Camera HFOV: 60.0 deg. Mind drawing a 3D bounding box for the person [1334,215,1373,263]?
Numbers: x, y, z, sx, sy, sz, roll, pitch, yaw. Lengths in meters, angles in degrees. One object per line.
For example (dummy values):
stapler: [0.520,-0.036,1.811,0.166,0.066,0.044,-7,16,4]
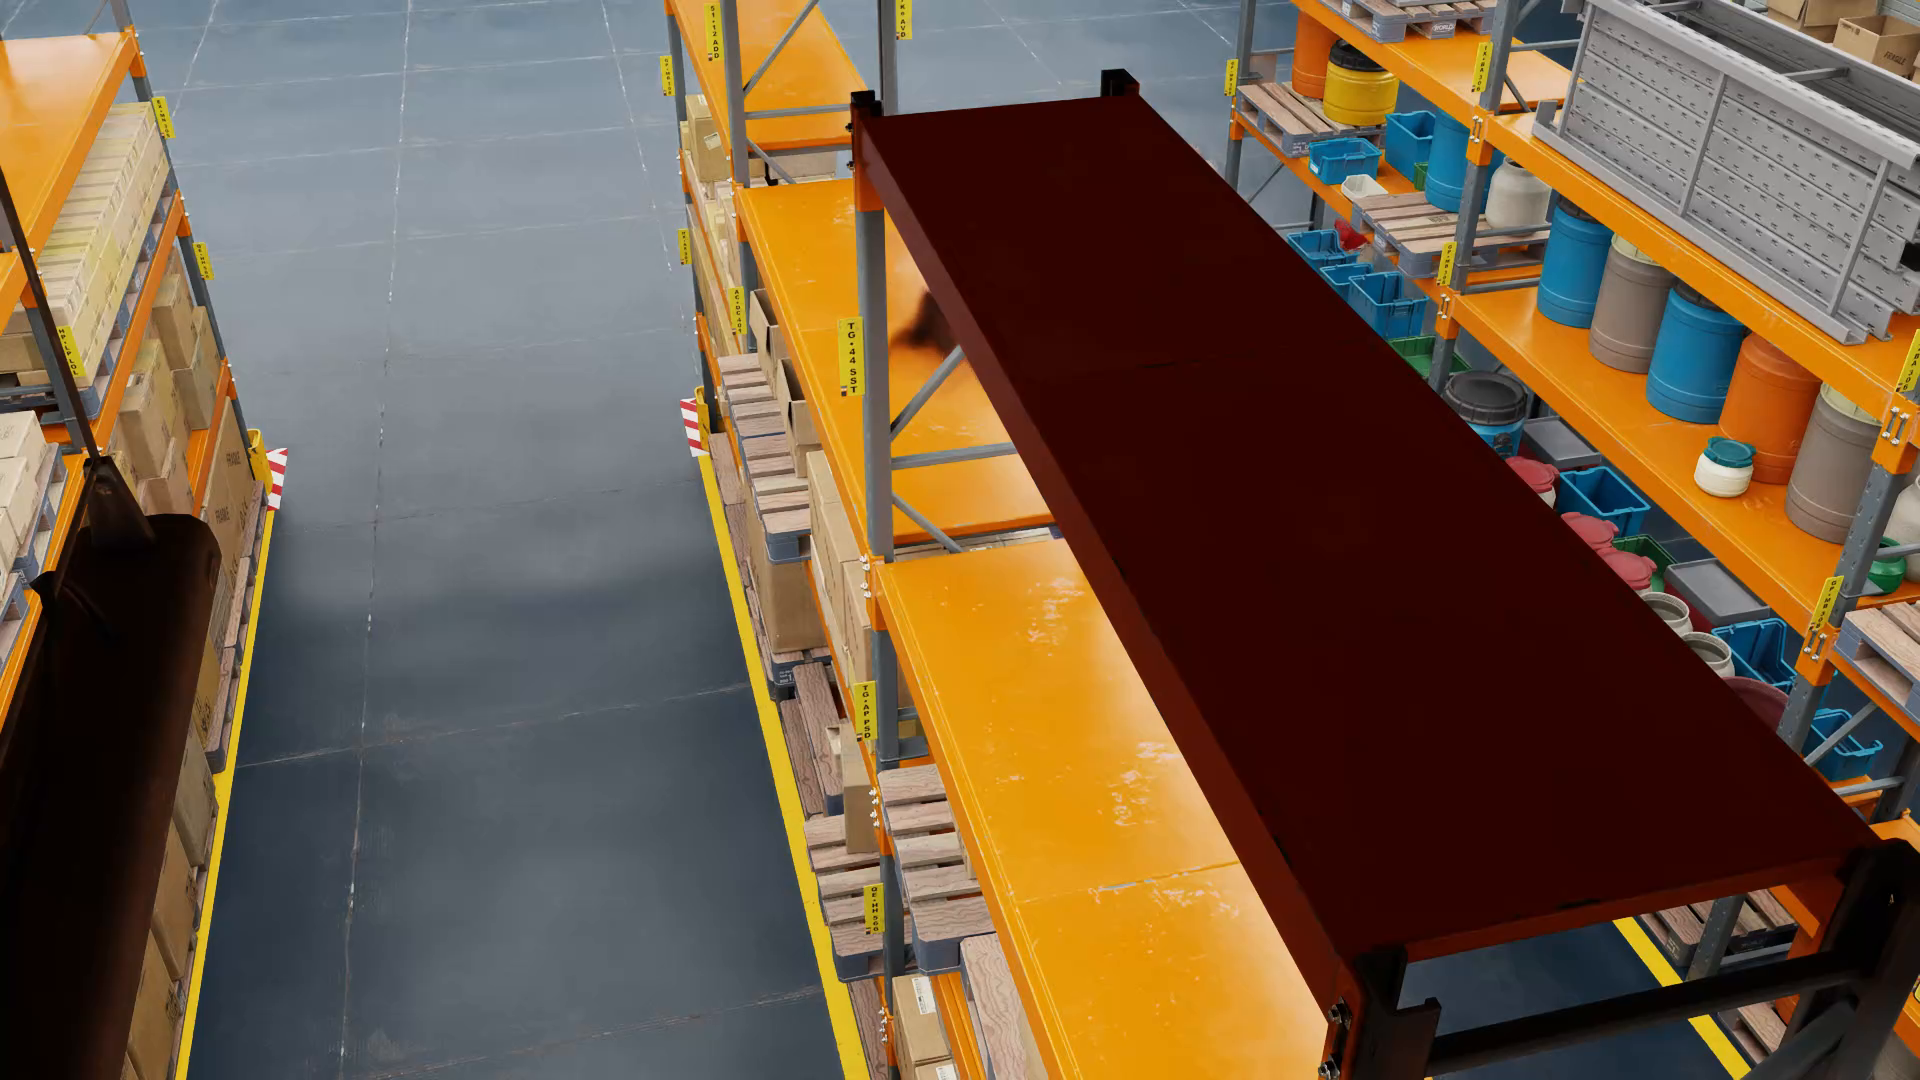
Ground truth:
person: [3.952,-2.859,16.811,0.723,1.663,0.548,-26,42,-32]
